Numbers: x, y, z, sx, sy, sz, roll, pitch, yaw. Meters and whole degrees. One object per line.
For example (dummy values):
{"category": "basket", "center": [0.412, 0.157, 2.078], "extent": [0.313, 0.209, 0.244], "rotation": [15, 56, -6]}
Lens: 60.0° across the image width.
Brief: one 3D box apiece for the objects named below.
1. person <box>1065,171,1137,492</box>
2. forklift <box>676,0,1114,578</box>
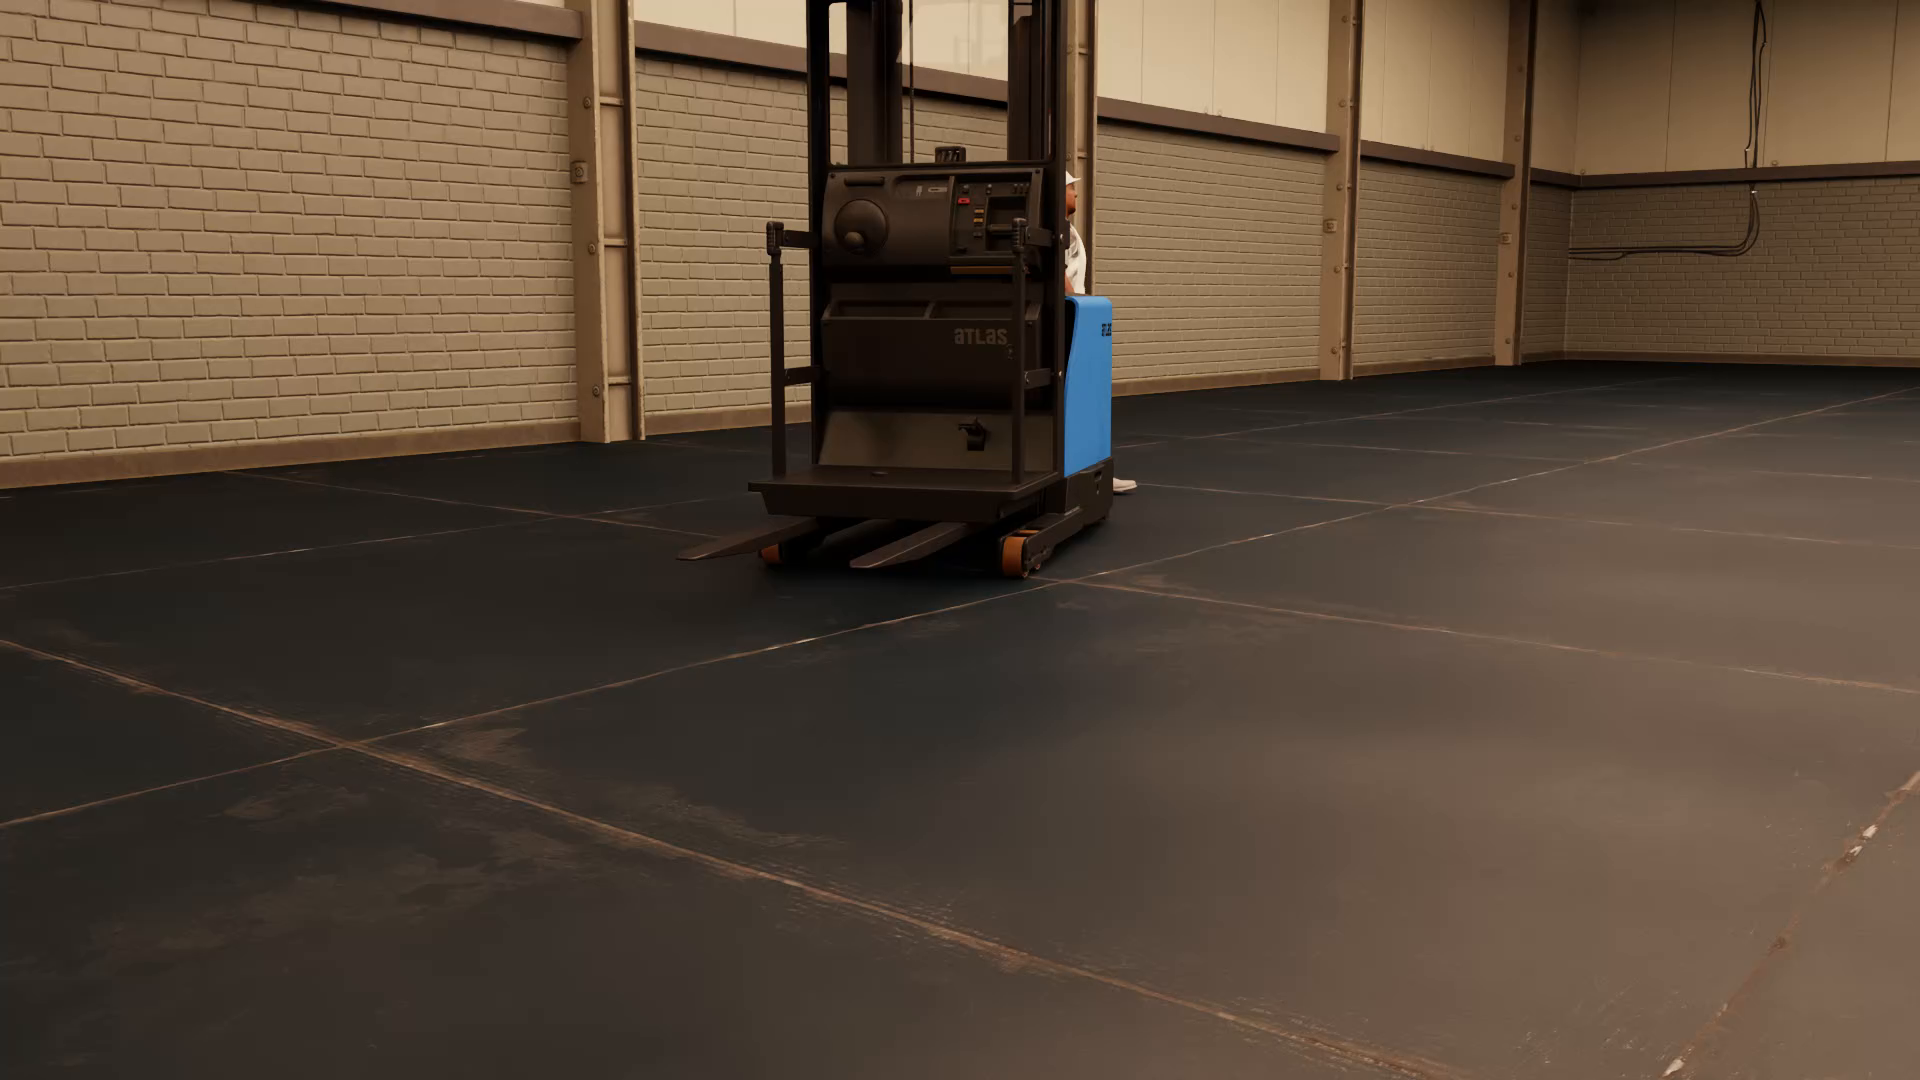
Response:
{"category": "person", "center": [0.646, -1.174, 9.222], "extent": [0.577, 1.782, 0.656], "rotation": [-1, 8, -8]}
{"category": "forklift", "center": [-0.176, -1.366, 6.616], "extent": [1.130, 2.935, 3.031], "rotation": [3, 9, 17]}
